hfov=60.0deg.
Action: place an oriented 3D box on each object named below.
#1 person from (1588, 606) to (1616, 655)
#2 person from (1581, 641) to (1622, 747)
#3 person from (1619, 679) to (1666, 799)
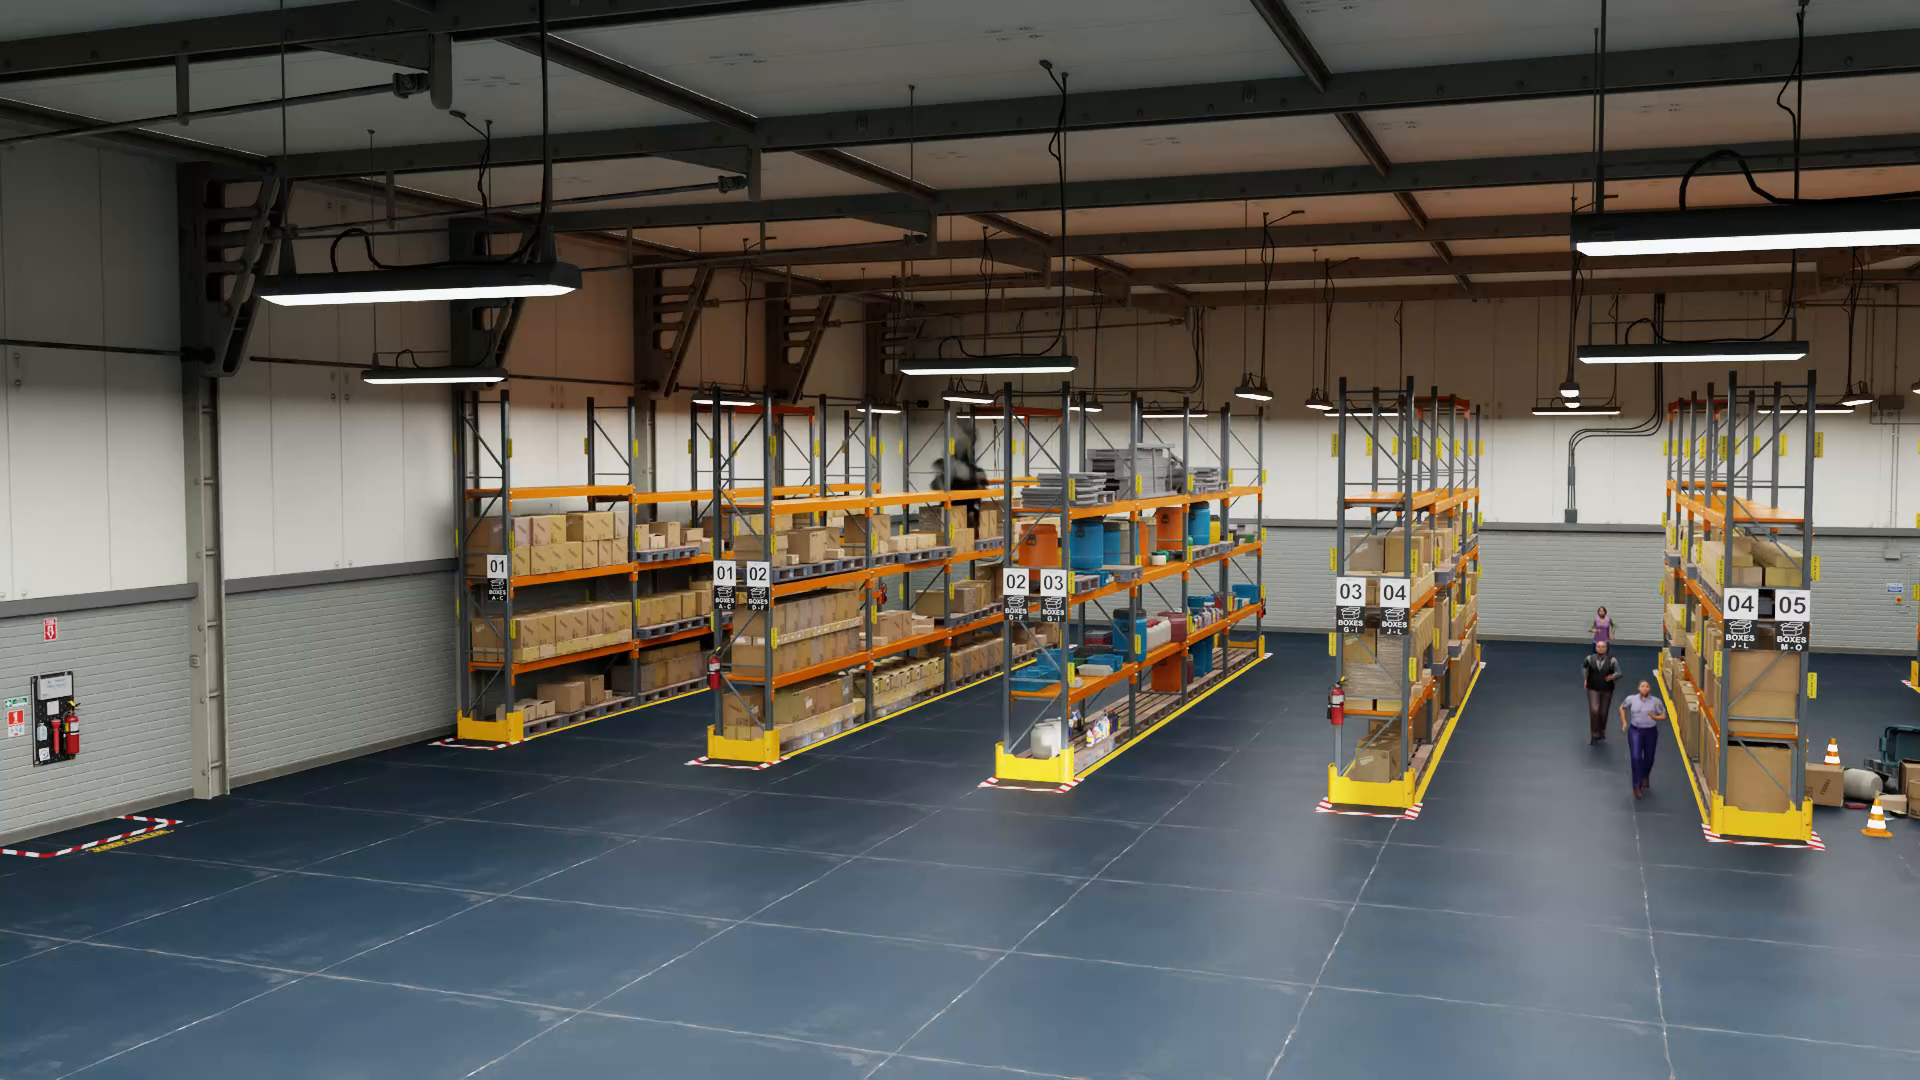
[{"bbox_3d":[13.770,2.229,35.693,0.538,1.633,0.719,1,3,24],"label":"person"},{"bbox_3d":[10.842,2.593,28.218,0.572,1.772,0.793,1,3,17],"label":"person"},{"bbox_3d":[9.880,2.840,24.053,0.594,1.671,0.895,1,3,13],"label":"person"}]
